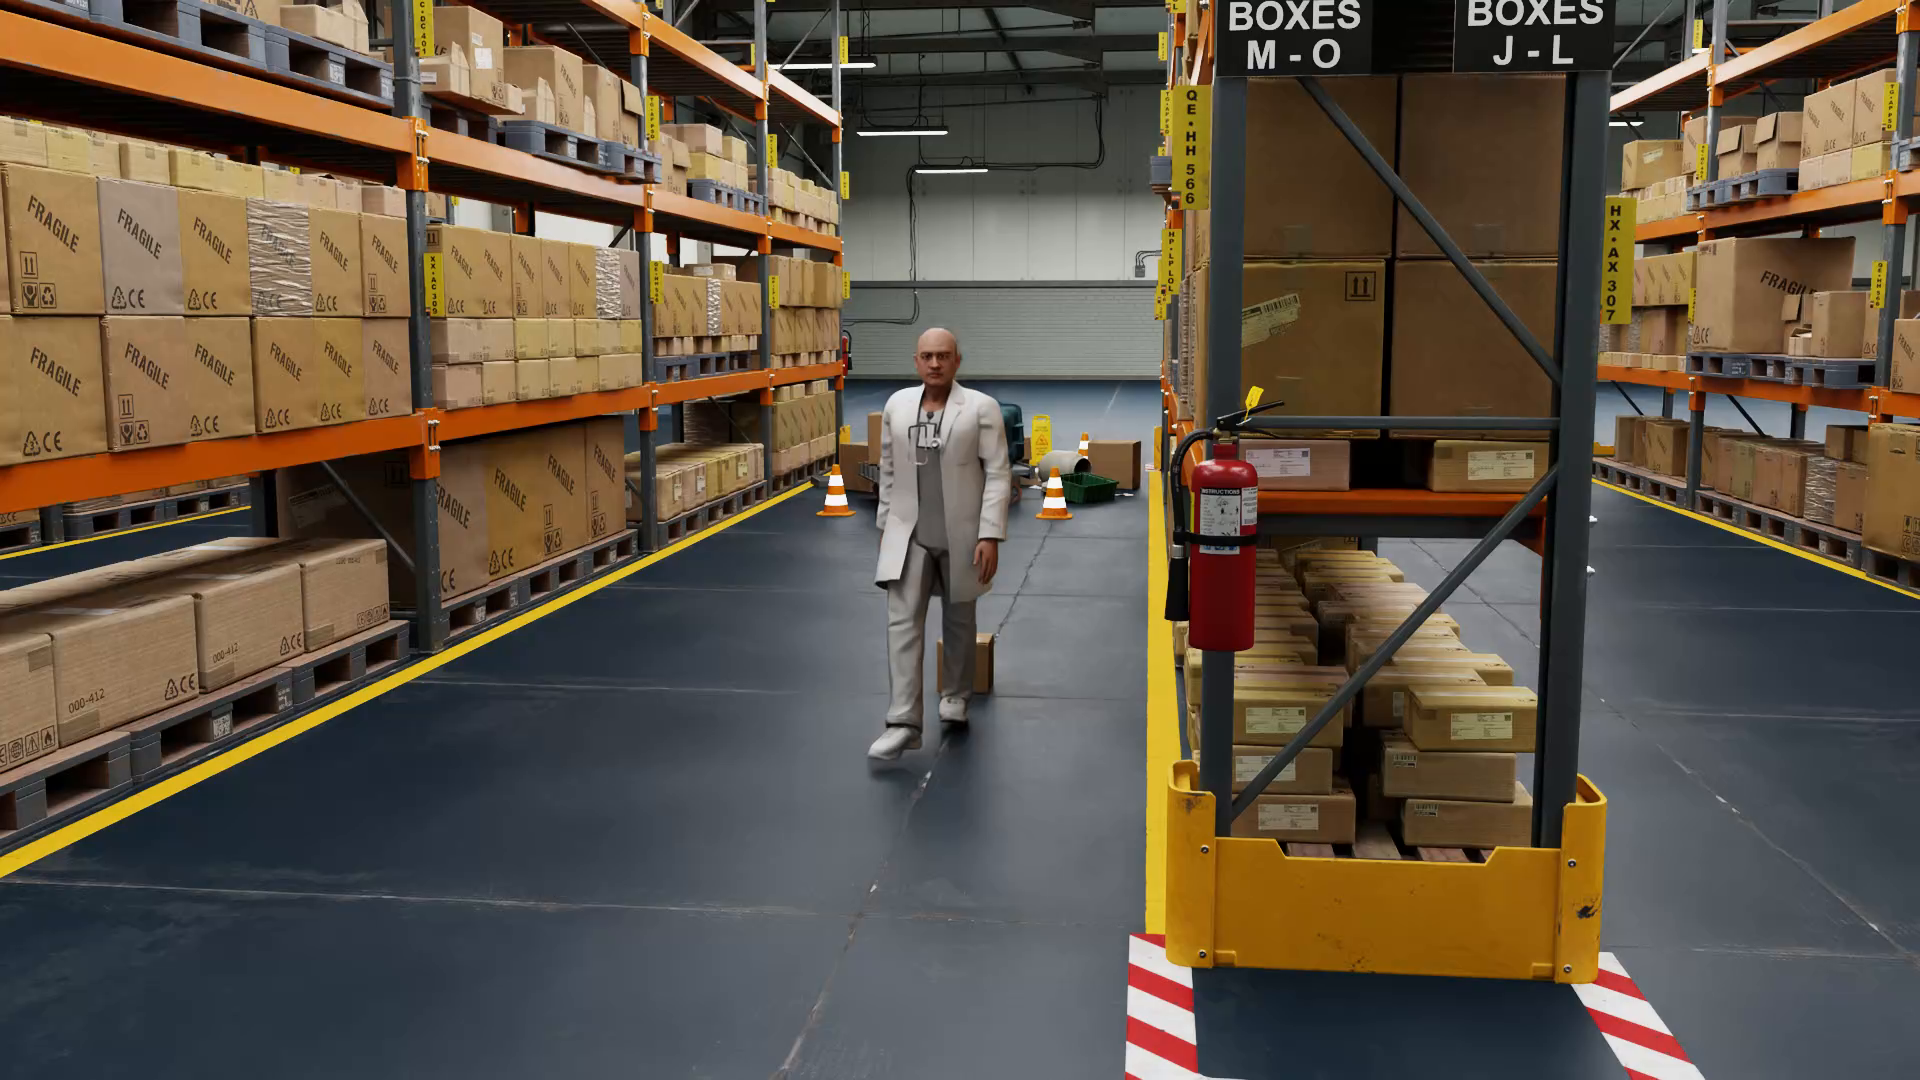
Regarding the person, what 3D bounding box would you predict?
[{"bbox_3d":[-0.090,-0.018,6.913,0.609,1.716,1.077,1,8,8],"label":"person"}]
